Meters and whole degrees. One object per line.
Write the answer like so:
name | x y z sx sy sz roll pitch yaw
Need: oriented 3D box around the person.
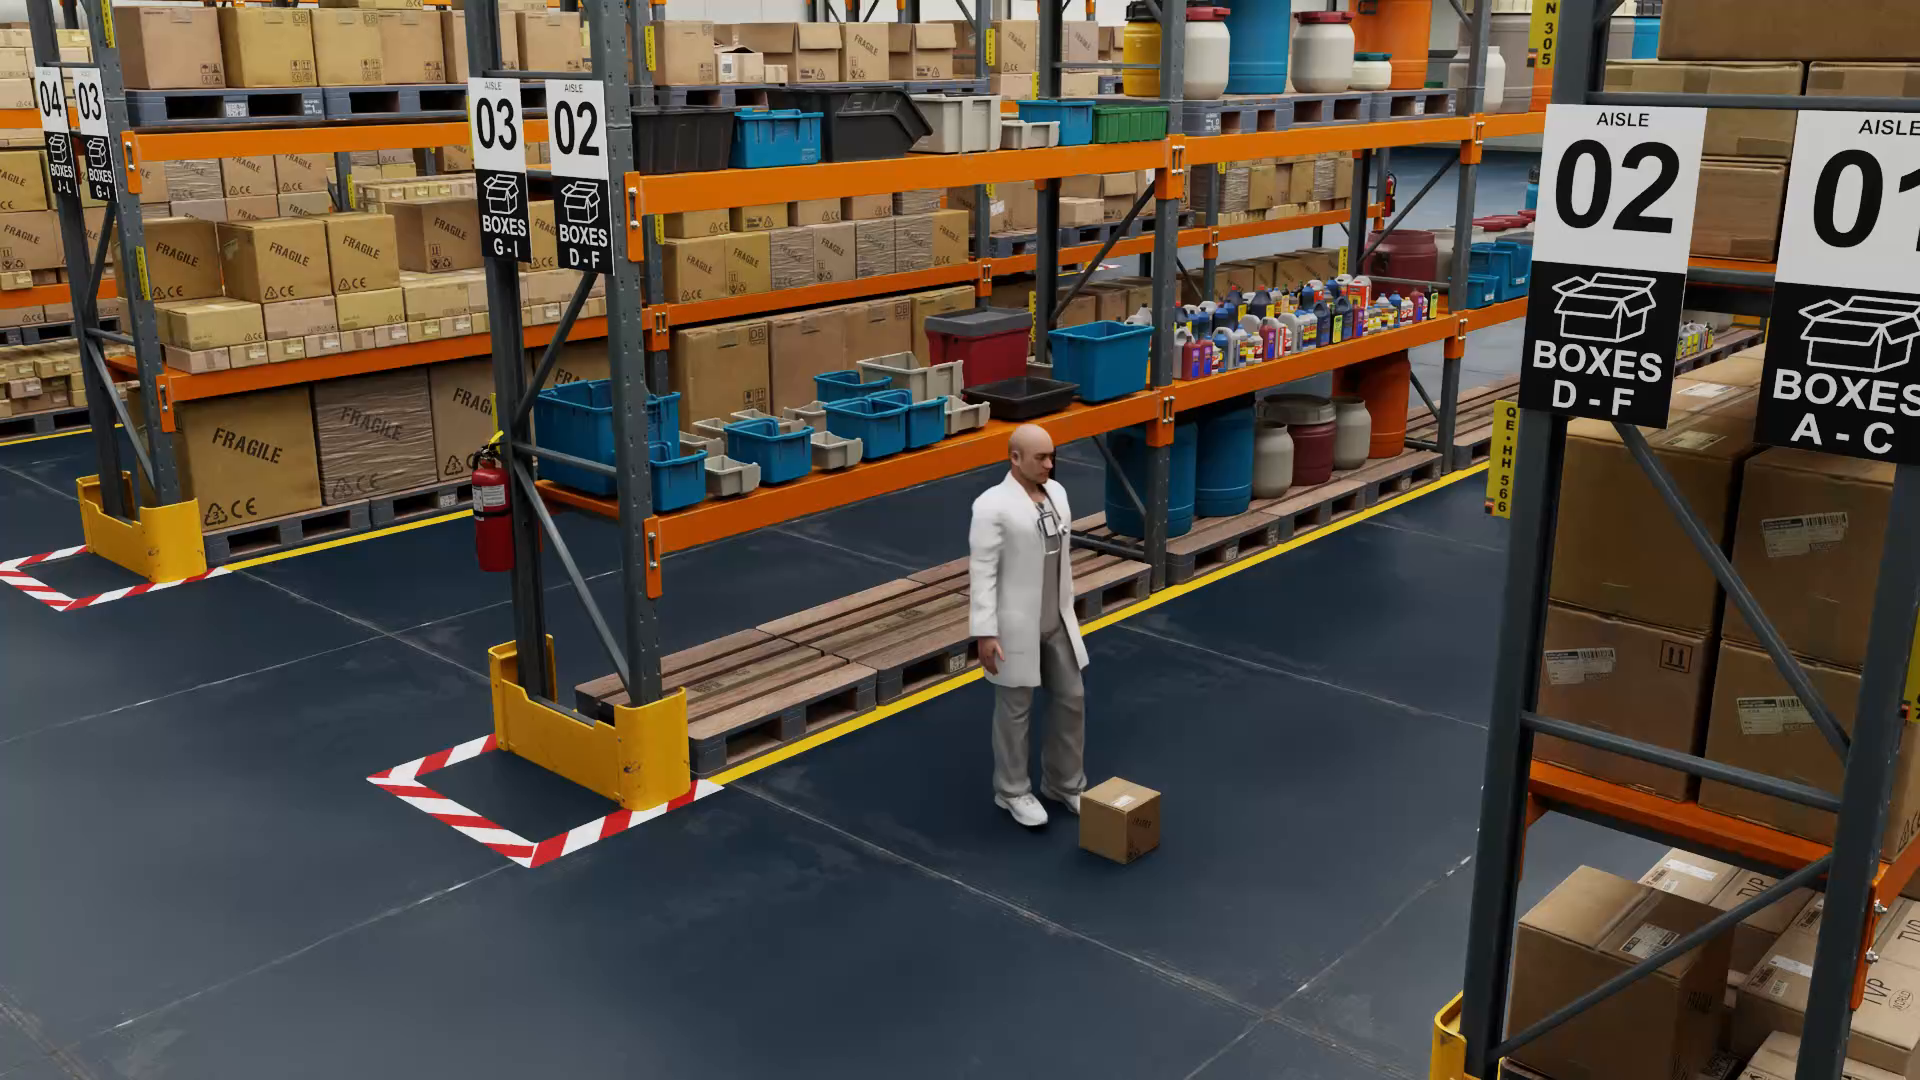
person | 0.332 0.409 7.252 0.643 1.830 0.467 -14 21 -38
